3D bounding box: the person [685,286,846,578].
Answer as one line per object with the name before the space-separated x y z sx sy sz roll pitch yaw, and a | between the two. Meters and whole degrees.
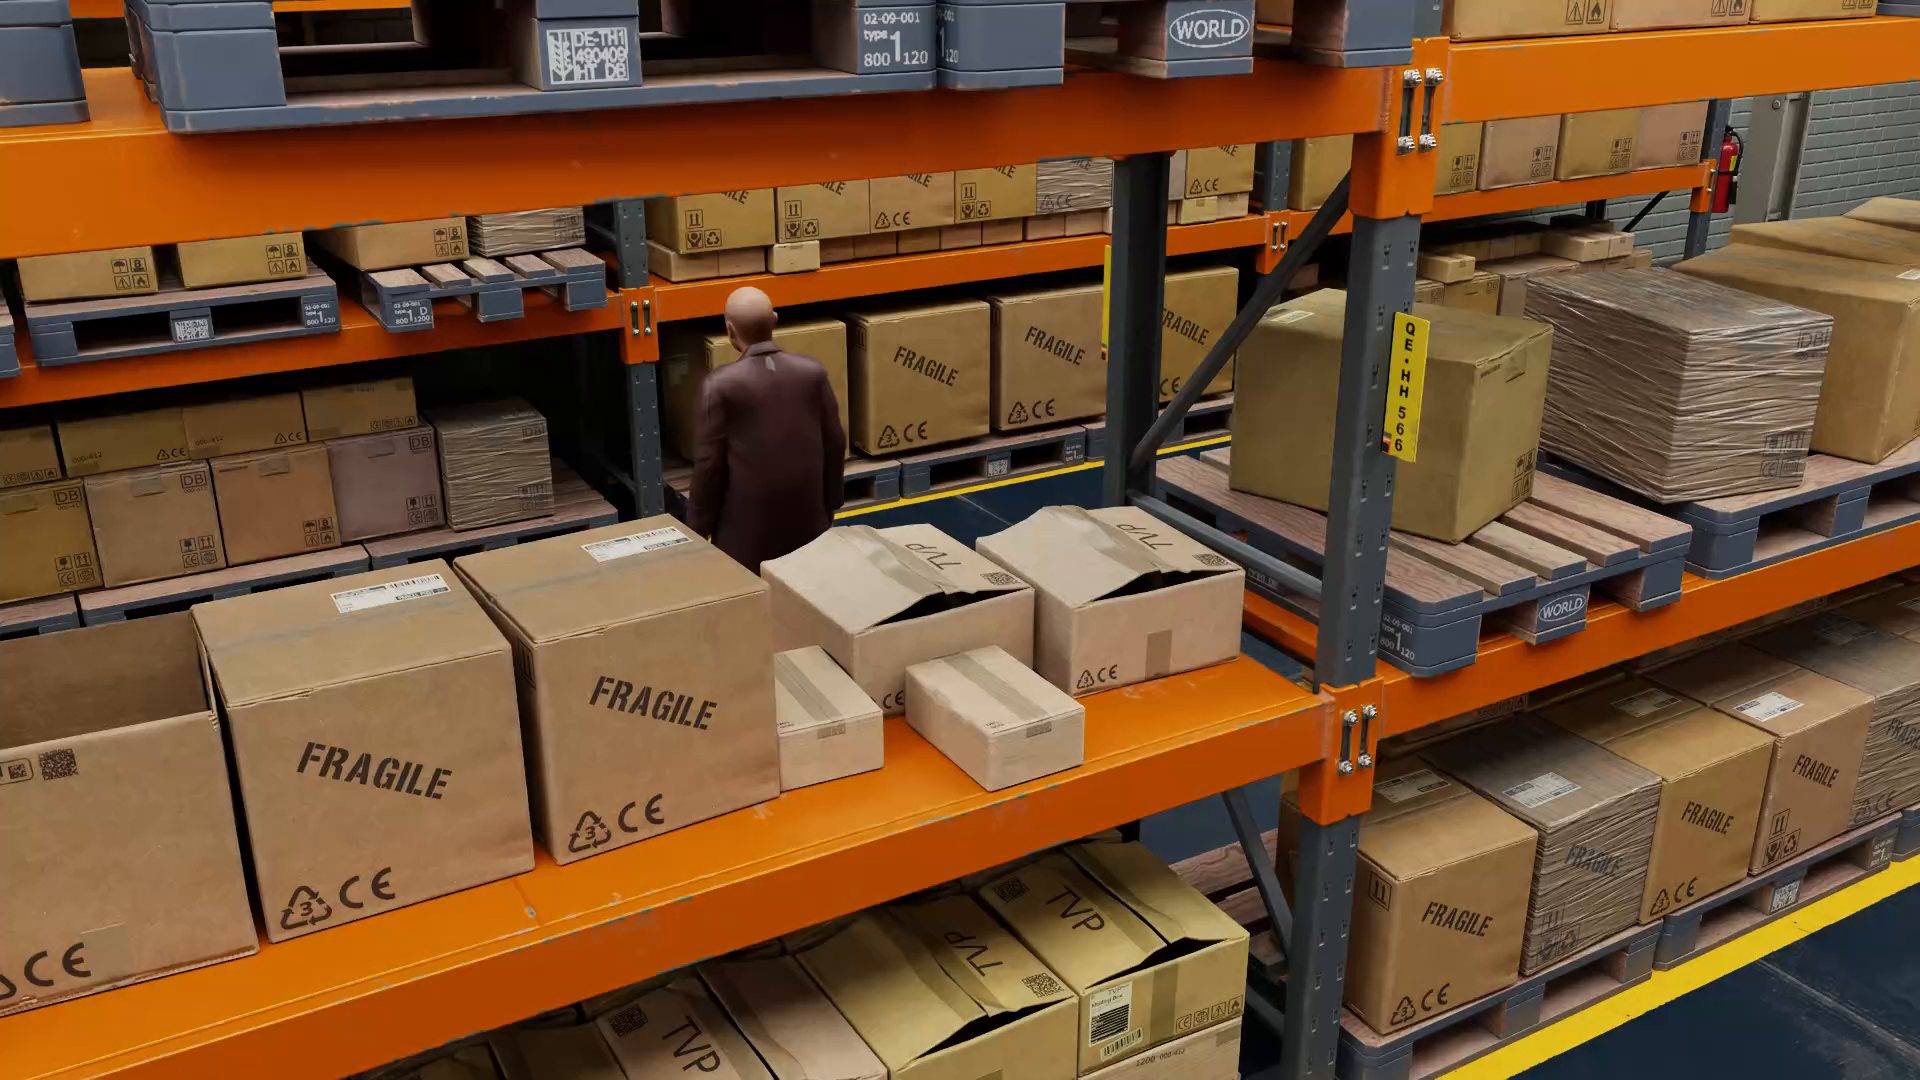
person | -0.728 -0.077 6.300 0.643 1.774 0.424 -12 24 -28
